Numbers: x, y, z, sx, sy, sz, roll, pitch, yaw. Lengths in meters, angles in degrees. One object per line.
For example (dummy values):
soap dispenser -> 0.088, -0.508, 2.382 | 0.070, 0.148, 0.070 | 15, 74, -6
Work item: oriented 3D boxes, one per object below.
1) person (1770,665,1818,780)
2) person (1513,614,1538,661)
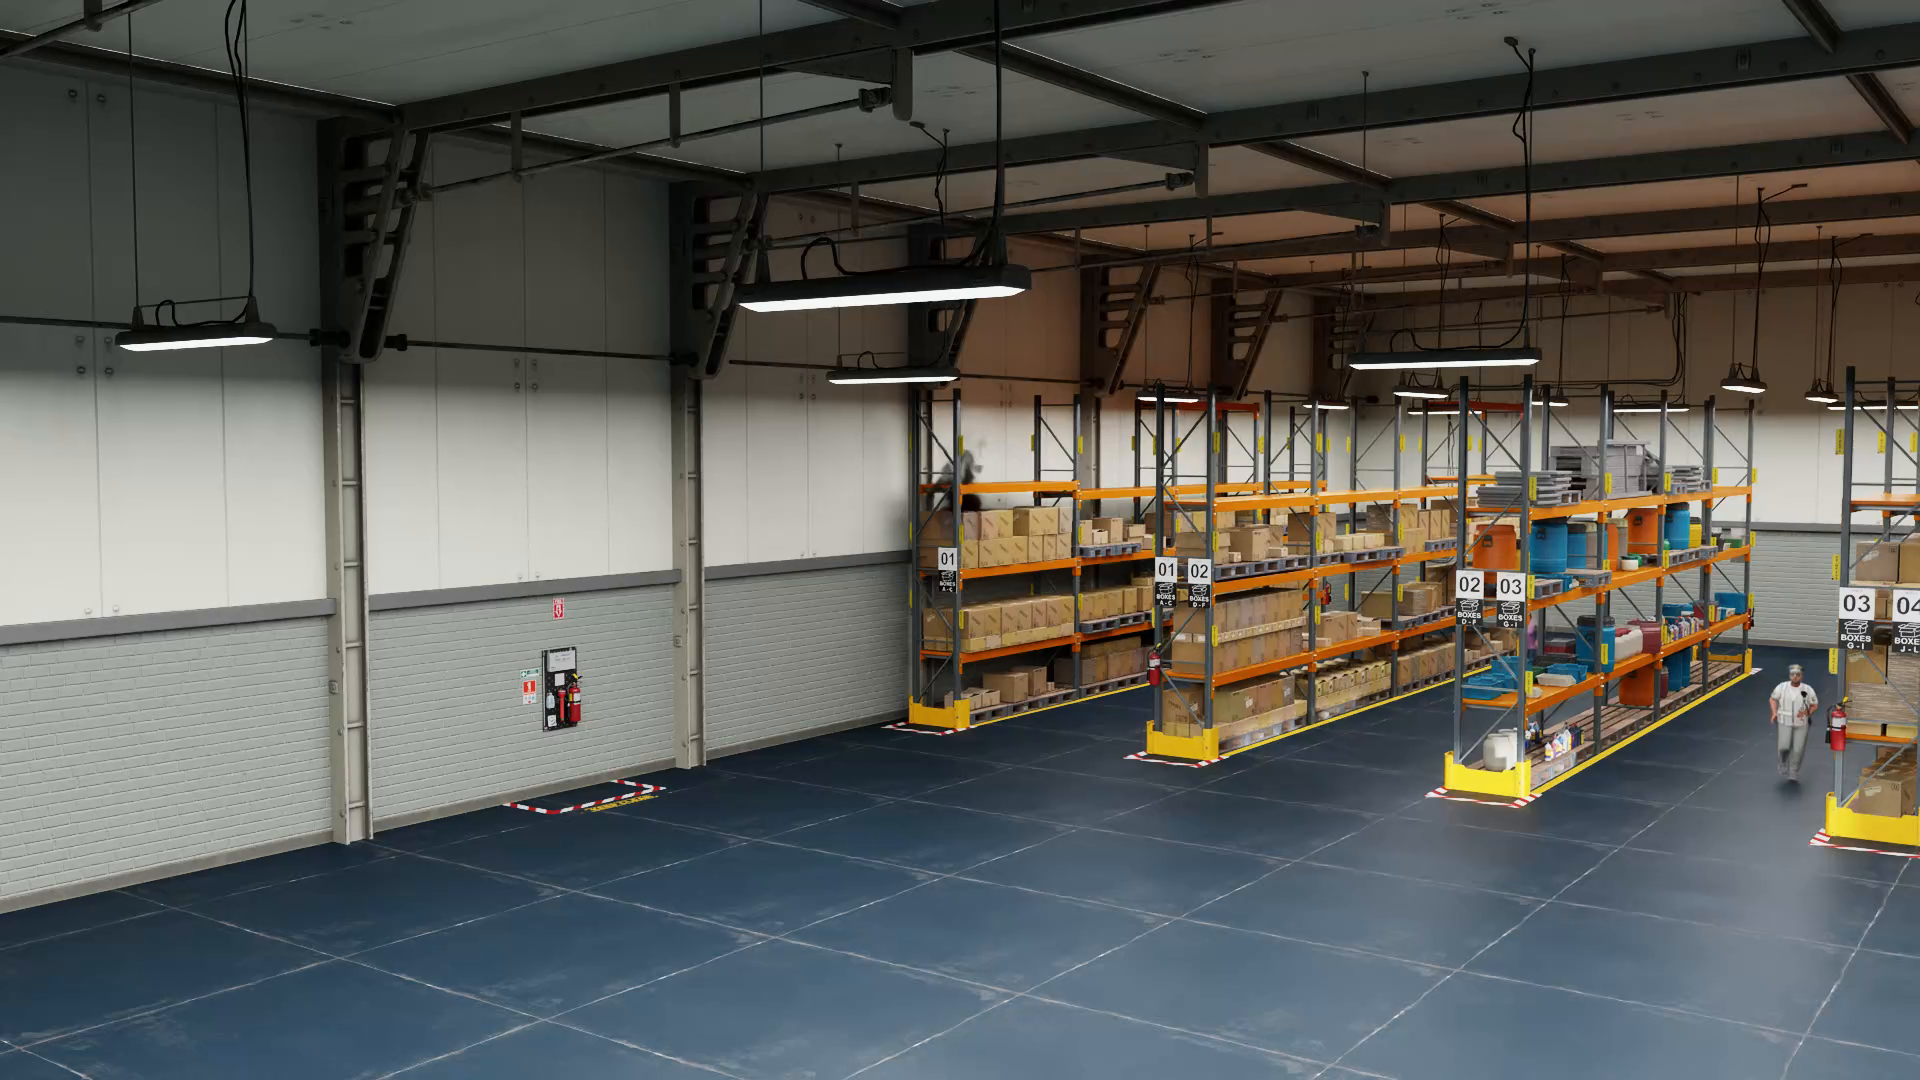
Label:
person -> 12.381, 2.716, 24.712 | 0.652, 1.732, 0.592 | 2, 4, 27
person -> 11.574, 2.265, 33.979 | 0.522, 1.645, 0.751 | 2, 4, 29
